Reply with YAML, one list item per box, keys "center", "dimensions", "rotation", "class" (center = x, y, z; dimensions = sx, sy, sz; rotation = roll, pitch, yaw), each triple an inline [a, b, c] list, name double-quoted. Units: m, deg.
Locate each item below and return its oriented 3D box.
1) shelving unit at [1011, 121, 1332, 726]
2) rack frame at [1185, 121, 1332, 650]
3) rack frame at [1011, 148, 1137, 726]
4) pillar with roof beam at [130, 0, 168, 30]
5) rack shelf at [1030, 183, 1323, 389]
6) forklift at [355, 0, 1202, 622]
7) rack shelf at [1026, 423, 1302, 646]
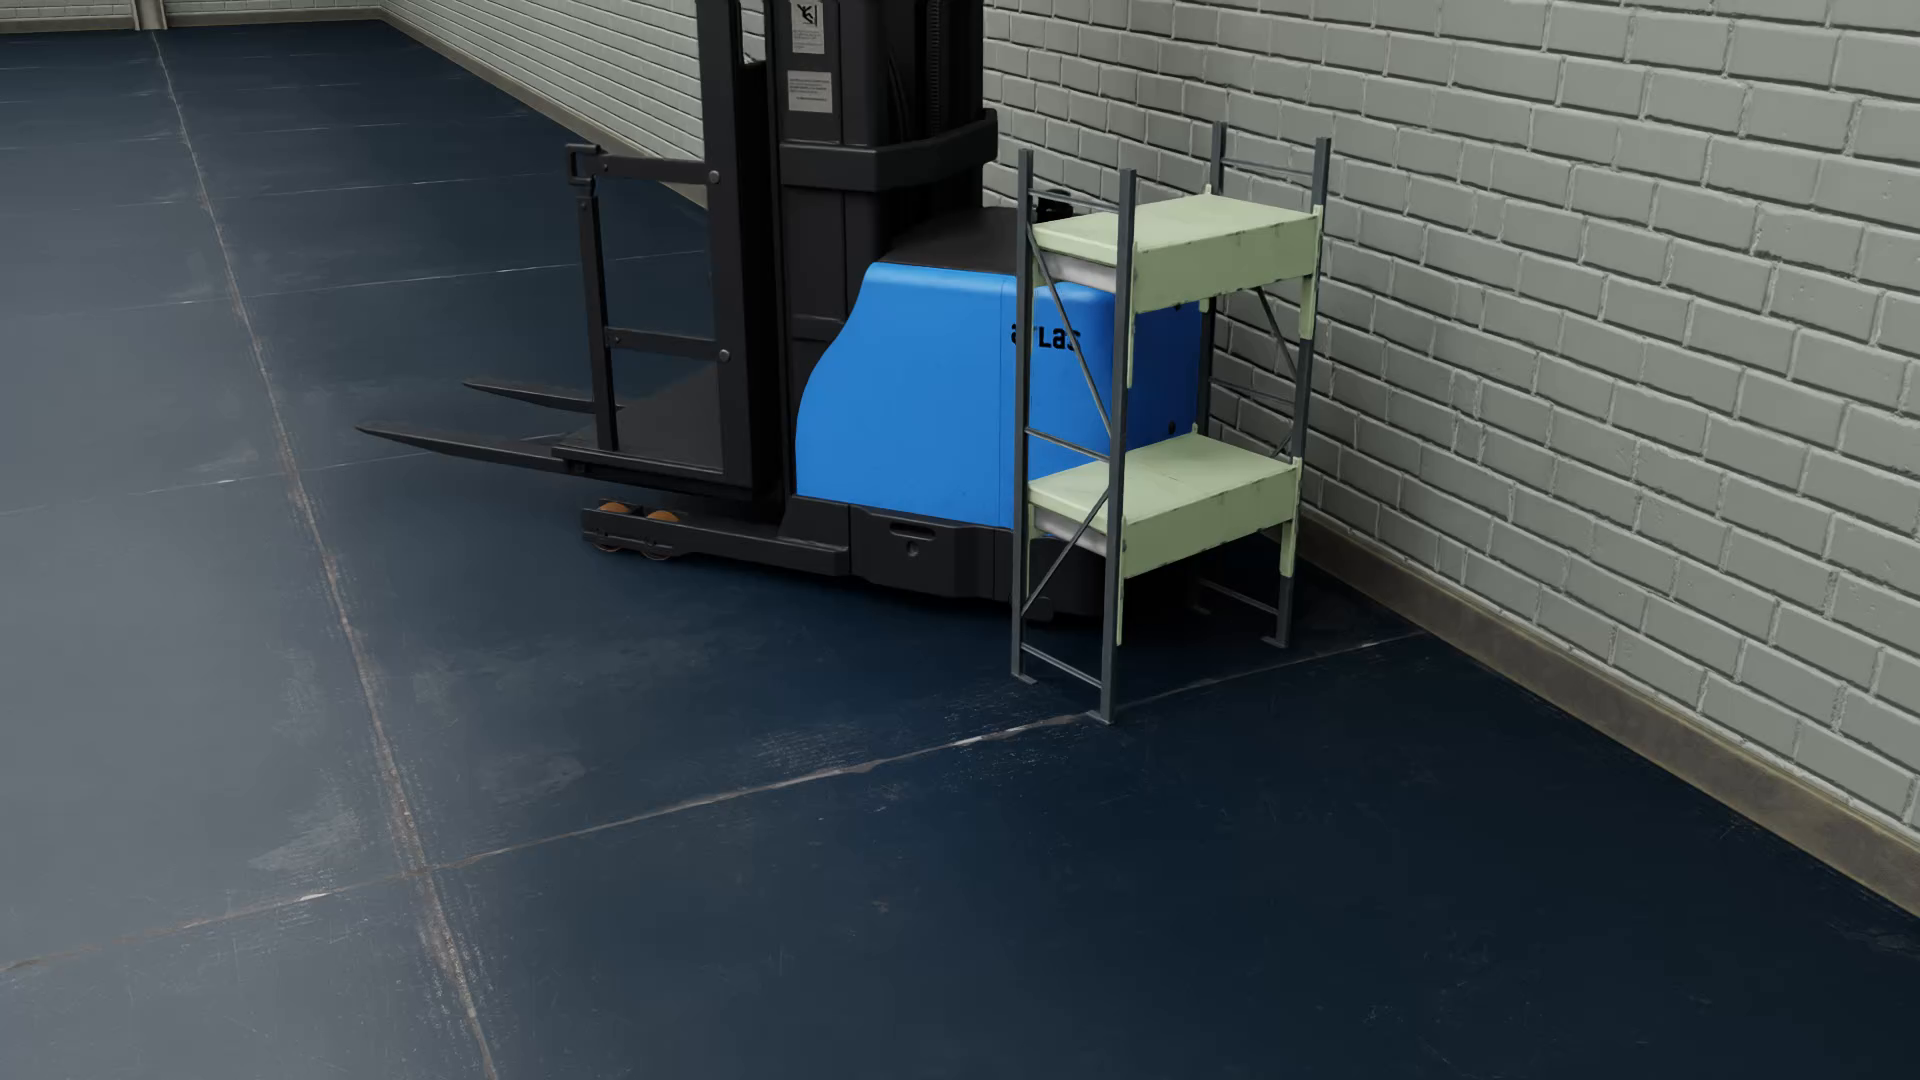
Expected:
- center: [0.566, -0.337, 4.603]
  dimensions: [0.755, 1.500, 0.431]
  rotation: [-18, 28, -36]
  class: "shelving unit"
- center: [0.847, -0.427, 4.820]
  dimensions: [0.023, 1.500, 0.400]
  rotation: [-18, 28, -36]
  class: "rack frame"
- center: [0.285, -0.247, 4.386]
  dimensions: [0.023, 1.500, 0.400]
  rotation: [-18, 28, -36]
  class: "rack frame"
- center: [-9.004, -9.549, 17.053]
  dimensions: [0.400, 9.000, 9.100]
  rotation: [-10, 25, -24]
  class: "pillar with roof beam"
- center: [0.566, -0.697, 4.453]
  dimensions: [0.720, 0.370, 0.431]
  rotation: [-18, 28, -36]
  class: "rack shelf"
- center: [-0.732, -1.458, 5.439]
  dimensions: [3.031, 2.935, 1.130]
  rotation: [9, 24, 21]
  class: "forklift"
- center: [0.566, -0.036, 4.727]
  dimensions: [0.720, 0.370, 0.431]
  rotation: [-18, 28, -36]
  class: "rack shelf"
